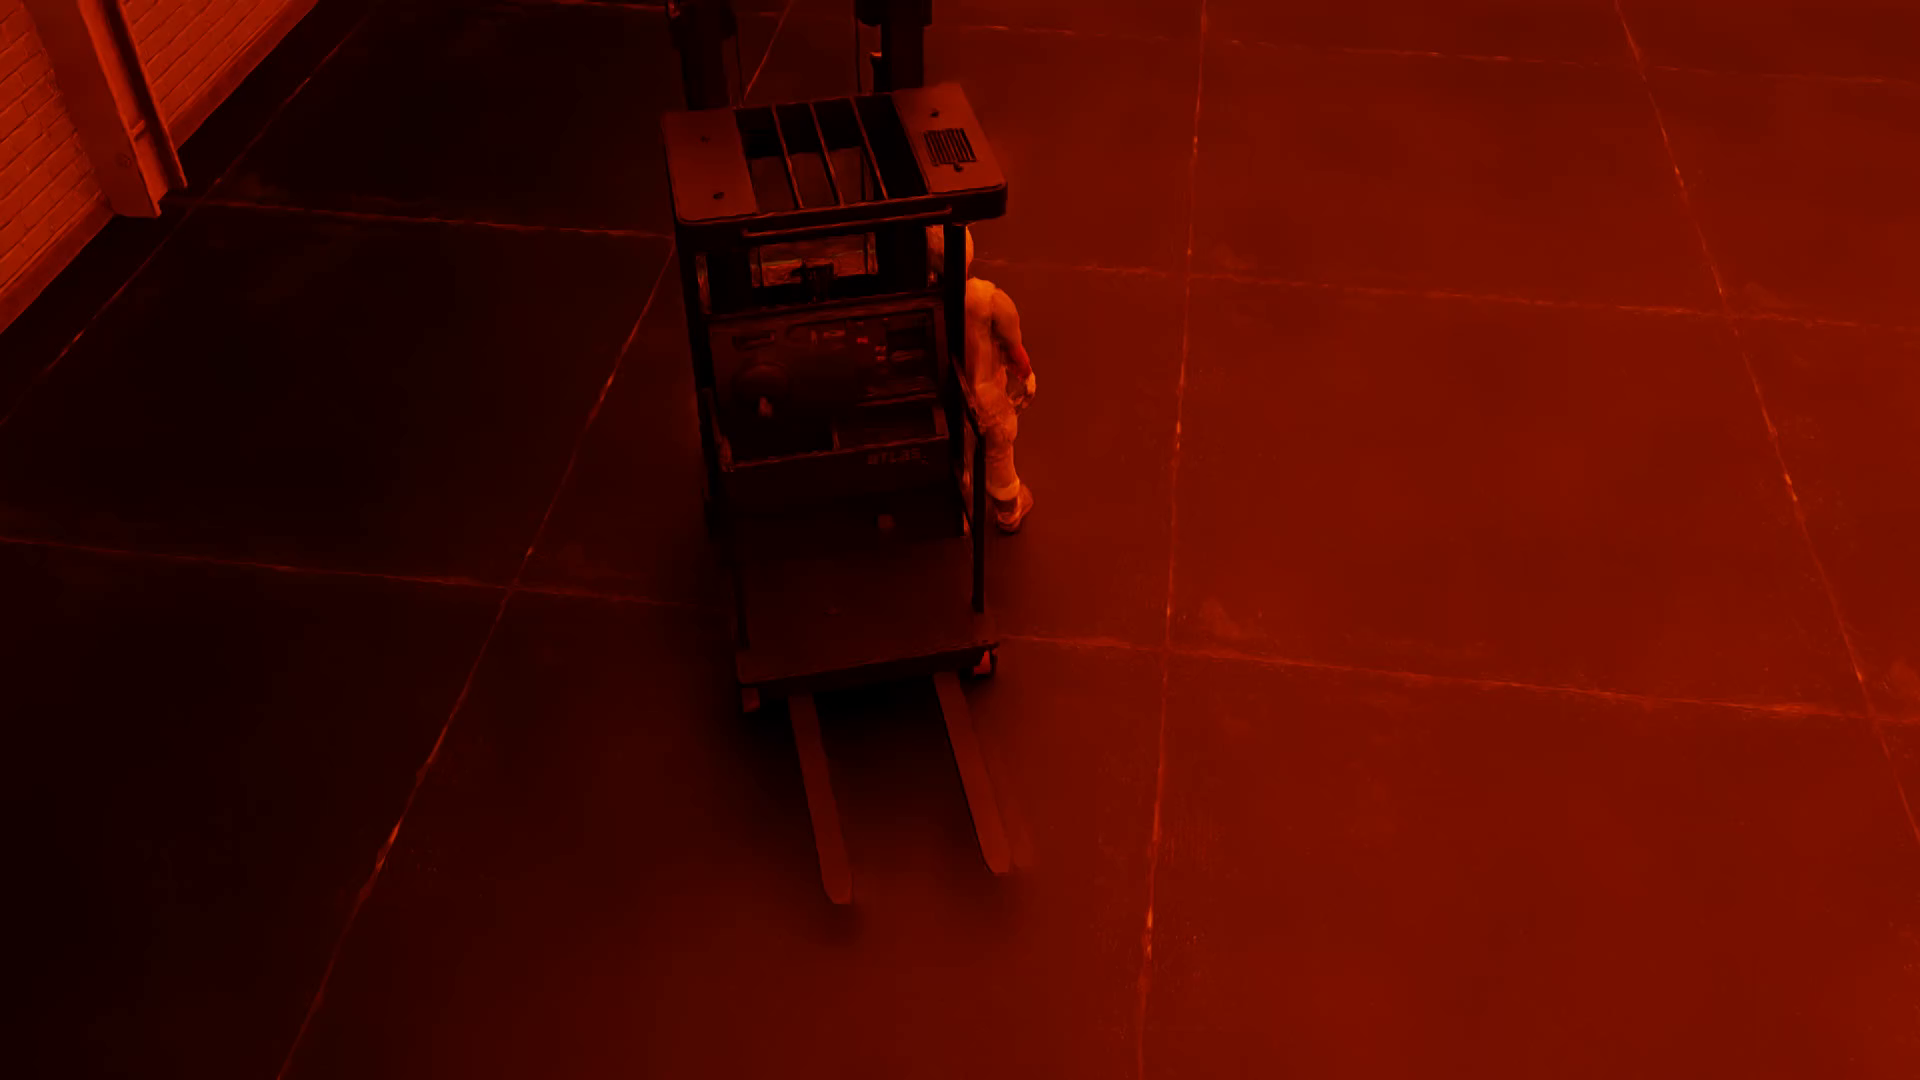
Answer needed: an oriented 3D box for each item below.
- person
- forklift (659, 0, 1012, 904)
[{"bbox_3d":[0.021,-0.715,7.329,0.637,1.781,0.579,5,43,6],"label":"person"},{"bbox_3d":[-0.465,-0.627,6.407,1.130,2.935,3.031,-8,43,-9],"label":"forklift"}]
